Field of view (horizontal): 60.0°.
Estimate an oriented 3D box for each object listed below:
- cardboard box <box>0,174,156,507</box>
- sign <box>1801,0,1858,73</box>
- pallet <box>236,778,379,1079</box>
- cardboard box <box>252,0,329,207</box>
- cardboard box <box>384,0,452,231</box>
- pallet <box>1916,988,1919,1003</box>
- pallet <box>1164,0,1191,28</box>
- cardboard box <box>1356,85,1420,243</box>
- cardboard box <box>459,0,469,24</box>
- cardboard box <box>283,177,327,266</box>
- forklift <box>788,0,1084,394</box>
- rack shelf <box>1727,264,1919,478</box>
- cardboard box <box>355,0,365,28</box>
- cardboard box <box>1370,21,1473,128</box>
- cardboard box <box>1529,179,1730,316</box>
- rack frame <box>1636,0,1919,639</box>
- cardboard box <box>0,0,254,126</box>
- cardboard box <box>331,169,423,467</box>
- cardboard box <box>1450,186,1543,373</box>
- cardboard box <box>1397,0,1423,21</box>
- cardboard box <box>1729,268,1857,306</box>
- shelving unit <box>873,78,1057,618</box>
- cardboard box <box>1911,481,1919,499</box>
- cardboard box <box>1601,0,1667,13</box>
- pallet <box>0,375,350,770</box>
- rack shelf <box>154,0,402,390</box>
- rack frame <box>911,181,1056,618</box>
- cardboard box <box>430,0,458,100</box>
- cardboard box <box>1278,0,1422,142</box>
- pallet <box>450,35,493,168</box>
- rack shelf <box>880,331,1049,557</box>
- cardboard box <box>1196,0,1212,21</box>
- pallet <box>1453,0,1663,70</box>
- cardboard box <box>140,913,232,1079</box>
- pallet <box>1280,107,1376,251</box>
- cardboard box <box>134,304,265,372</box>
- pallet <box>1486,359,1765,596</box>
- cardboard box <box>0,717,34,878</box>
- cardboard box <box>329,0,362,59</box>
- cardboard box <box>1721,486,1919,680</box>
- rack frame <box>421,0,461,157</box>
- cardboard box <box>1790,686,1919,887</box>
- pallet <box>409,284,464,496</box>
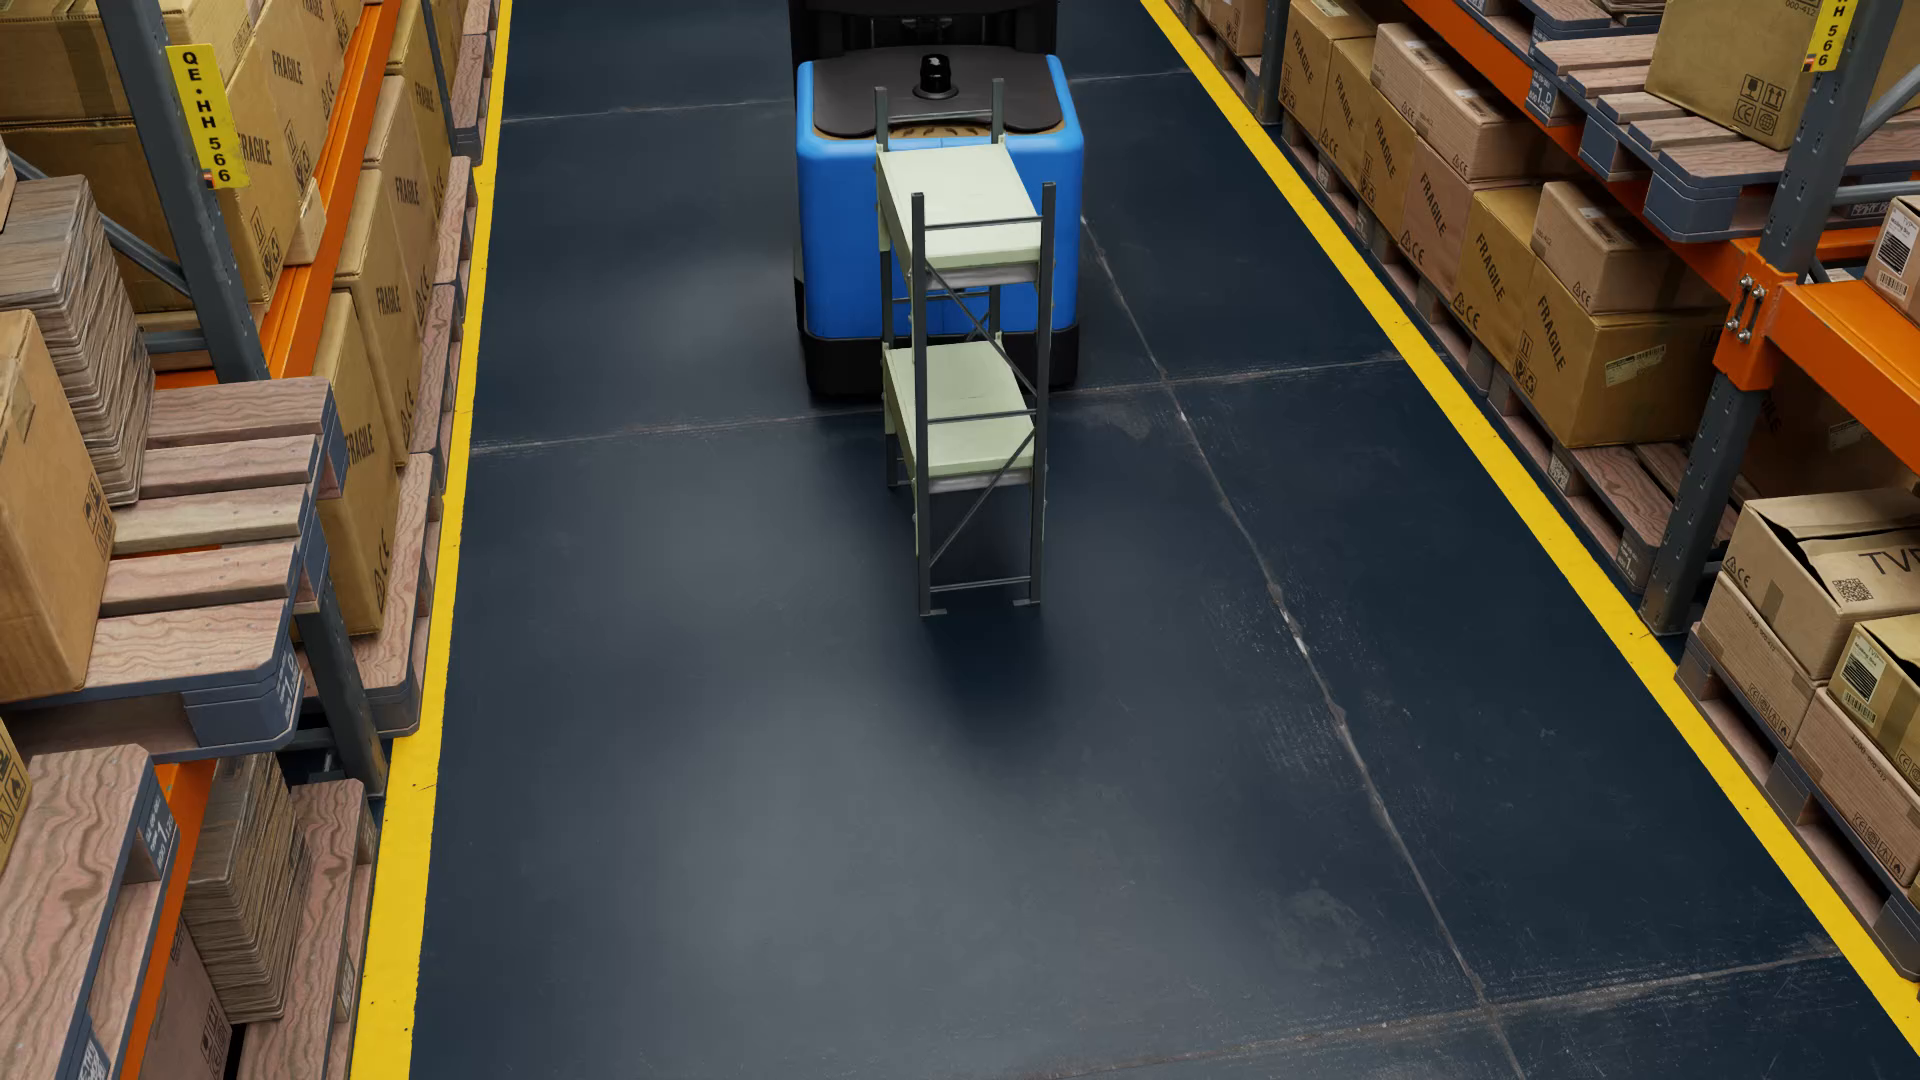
[{"bbox_3d":[-2.069,-0.353,3.320,0.700,0.500,0.500,-11,39,-13],"label":"cardboard box"},{"bbox_3d":[2.183,-1.320,4.125,0.100,0.325,0.005,-6,38,-8],"label":"sign"},{"bbox_3d":[-2.026,1.150,4.097,1.003,0.211,1.213,-6,38,-8],"label":"pallet"},{"bbox_3d":[-2.077,-1.226,4.543,0.500,0.500,0.500,-5,38,-6],"label":"cardboard box"},{"bbox_3d":[-2.620,-1.777,7.003,0.750,0.750,0.750,-6,38,-7],"label":"cardboard box"},{"bbox_3d":[3.032,1.380,3.802,1.003,0.211,1.213,-6,38,-8],"label":"pallet"},{"bbox_3d":[1.677,-3.426,9.988,1.003,0.211,1.213,-6,38,-8],"label":"pallet"},{"bbox_3d":[2.044,-1.619,7.067,0.500,0.500,0.500,-6,38,-7],"label":"cardboard box"},{"bbox_3d":[-3.065,-3.094,8.983,0.700,0.500,0.500,-5,38,-7],"label":"cardboard box"},{"bbox_3d":[-1.990,-0.878,4.624,0.380,0.149,0.250,-5,38,-7],"label":"cardboard box"},{"bbox_3d":[-0.167,-2.601,6.709,1.130,2.935,3.031,-2,38,-3],"label":"forklift"},{"bbox_3d":[3.066,0.534,3.204,1.077,0.370,4.000,-6,38,-8],"label":"rack shelf"},{"bbox_3d":[-2.374,-1.955,6.010,0.380,0.149,0.250,-6,38,-8],"label":"cardboard box"},{"bbox_3d":[2.034,-1.934,6.863,0.500,0.250,0.500,-6,38,-8],"label":"cardboard box"},{"bbox_3d":[2.306,-1.014,5.678,0.500,0.250,0.500,-5,38,-6],"label":"cardboard box"},{"bbox_3d":[2.715,-0.958,4.538,1.000,3.000,0.127,-6,38,-8],"label":"rack frame"},{"bbox_3d":[-1.992,-1.203,3.902,0.500,0.250,0.500,-5,38,-7],"label":"cardboard box"},{"bbox_3d":[-2.308,-0.728,5.652,0.750,0.750,0.750,-6,38,-8],"label":"cardboard box"},{"bbox_3d":[2.230,-0.997,6.267,0.500,0.500,0.500,-8,38,-10],"label":"cardboard box"},{"bbox_3d":[2.383,-2.293,7.936,0.500,0.500,0.500,-6,38,-8],"label":"cardboard box"},{"bbox_3d":[2.819,-0.766,5.970,0.500,0.500,0.500,-8,38,-10],"label":"cardboard box"},{"bbox_3d":[0.001,-0.588,5.285,0.431,1.500,0.755,-6,38,-8],"label":"shelving unit"},{"bbox_3d":[3.049,0.030,4.708,0.500,0.311,0.500,-5,38,-7],"label":"cardboard box"},{"bbox_3d":[2.521,-2.105,5.590,0.700,0.500,0.500,0,38,1],"label":"cardboard box"},{"bbox_3d":[-1.931,0.072,3.369,1.213,0.211,1.003,-6,38,-8],"label":"pallet"},{"bbox_3d":[-2.512,-1.347,5.625,1.077,0.370,4.000,-6,38,-8],"label":"rack shelf"},{"bbox_3d":[0.065,-0.367,5.000,0.400,1.500,0.023,-6,38,-8],"label":"rack frame"},{"bbox_3d":[-2.893,-2.480,8.193,0.700,0.500,0.500,-6,38,-7],"label":"cardboard box"},{"bbox_3d":[1.859,-2.242,7.870,0.500,0.500,0.500,-8,39,-10],"label":"cardboard box"},{"bbox_3d":[-2.919,-2.205,8.417,1.003,0.211,1.213,-6,38,-8],"label":"pallet"},{"bbox_3d":[0.001,-0.331,5.485,0.431,0.370,0.720,-6,38,-8],"label":"rack shelf"},{"bbox_3d":[1.510,-2.956,9.075,0.380,0.149,0.250,-6,38,-8],"label":"cardboard box"},{"bbox_3d":[2.370,-2.056,6.108,1.003,0.211,1.213,-6,38,-8],"label":"pallet"},{"bbox_3d":[-2.008,1.143,3.512,0.700,0.500,0.500,-6,38,-8],"label":"cardboard box"},{"bbox_3d":[2.194,-1.786,7.876,1.003,0.211,1.213,-6,38,-8],"label":"pallet"},{"bbox_3d":[-1.991,-0.555,4.208,0.380,0.149,0.250,-7,38,-9],"label":"cardboard box"},{"bbox_3d":[2.622,-0.312,5.979,1.003,0.211,1.213,-6,38,-8],"label":"pallet"},{"bbox_3d":[-1.829,0.397,2.354,0.700,0.500,0.500,-6,38,-8],"label":"cardboard box"},{"bbox_3d":[-2.262,-1.840,5.333,0.500,0.500,0.500,-5,38,-7],"label":"cardboard box"},{"bbox_3d":[2.518,0.088,4.633,0.500,0.311,0.500,-5,38,-6],"label":"cardboard box"},{"bbox_3d":[-2.862,-2.839,6.959,1.000,3.000,0.127,-6,38,-8],"label":"rack frame"},{"bbox_3d":[2.607,0.613,4.414,0.500,0.250,0.500,-7,38,-9],"label":"cardboard box"},{"bbox_3d":[-2.436,-0.541,6.275,1.003,0.211,1.213,-6,38,-8],"label":"pallet"}]
